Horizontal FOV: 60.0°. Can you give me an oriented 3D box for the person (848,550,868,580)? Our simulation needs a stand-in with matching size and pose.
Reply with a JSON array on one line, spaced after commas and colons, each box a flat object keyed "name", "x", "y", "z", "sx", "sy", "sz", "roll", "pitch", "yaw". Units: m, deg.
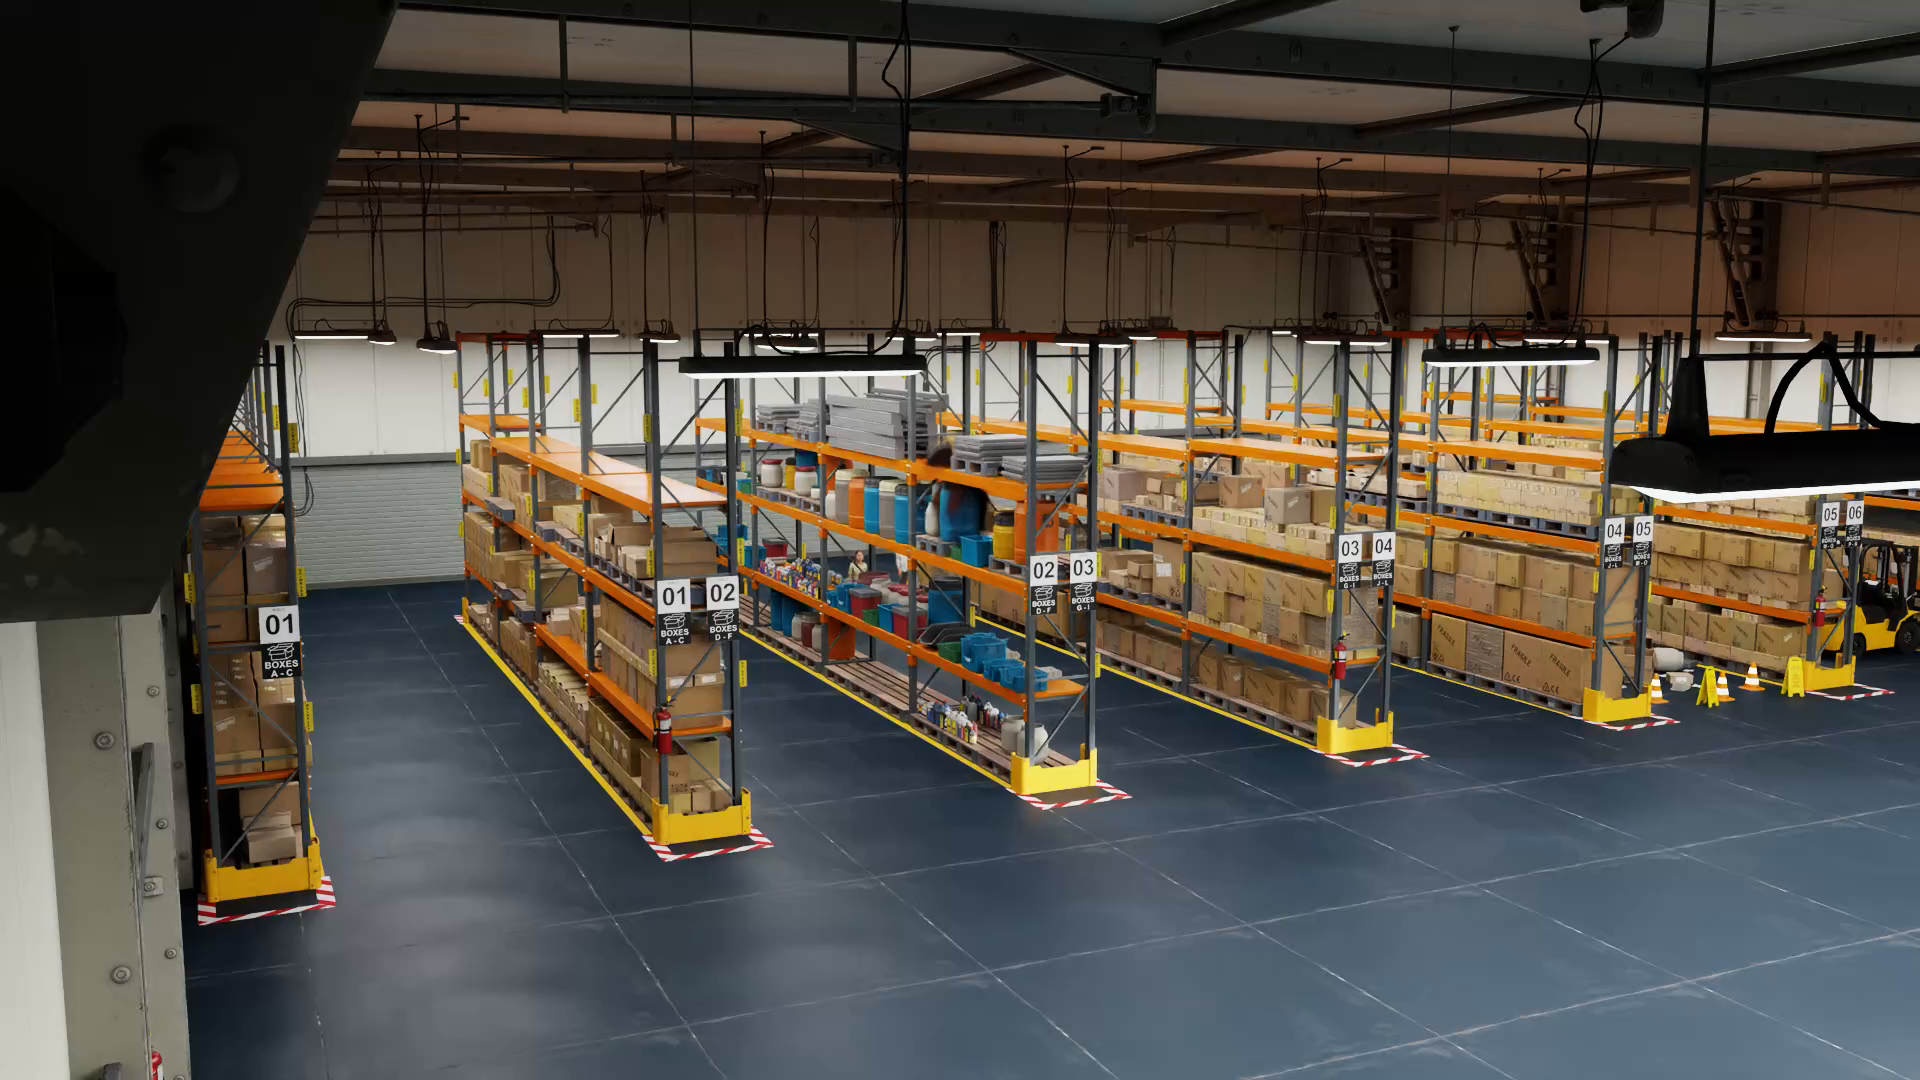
[{"name": "person", "x": -2.054, "y": 1.001, "z": 33.615, "sx": 0.496, "sy": 1.627, "sz": 0.975, "roll": -5, "pitch": 9, "yaw": -32}]

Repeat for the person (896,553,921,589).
[{"name": "person", "x": -1.090, "y": 0.651, "z": 35.814, "sx": 0.578, "sy": 1.737, "sz": 1.003, "roll": -3, "pitch": 8, "yaw": -19}]

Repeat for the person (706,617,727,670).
[{"name": "person", "x": -4.364, "y": 1.519, "z": 30.047, "sx": 0.441, "sy": 1.544, "sz": 0.934, "roll": -4, "pitch": 9, "yaw": -28}]
